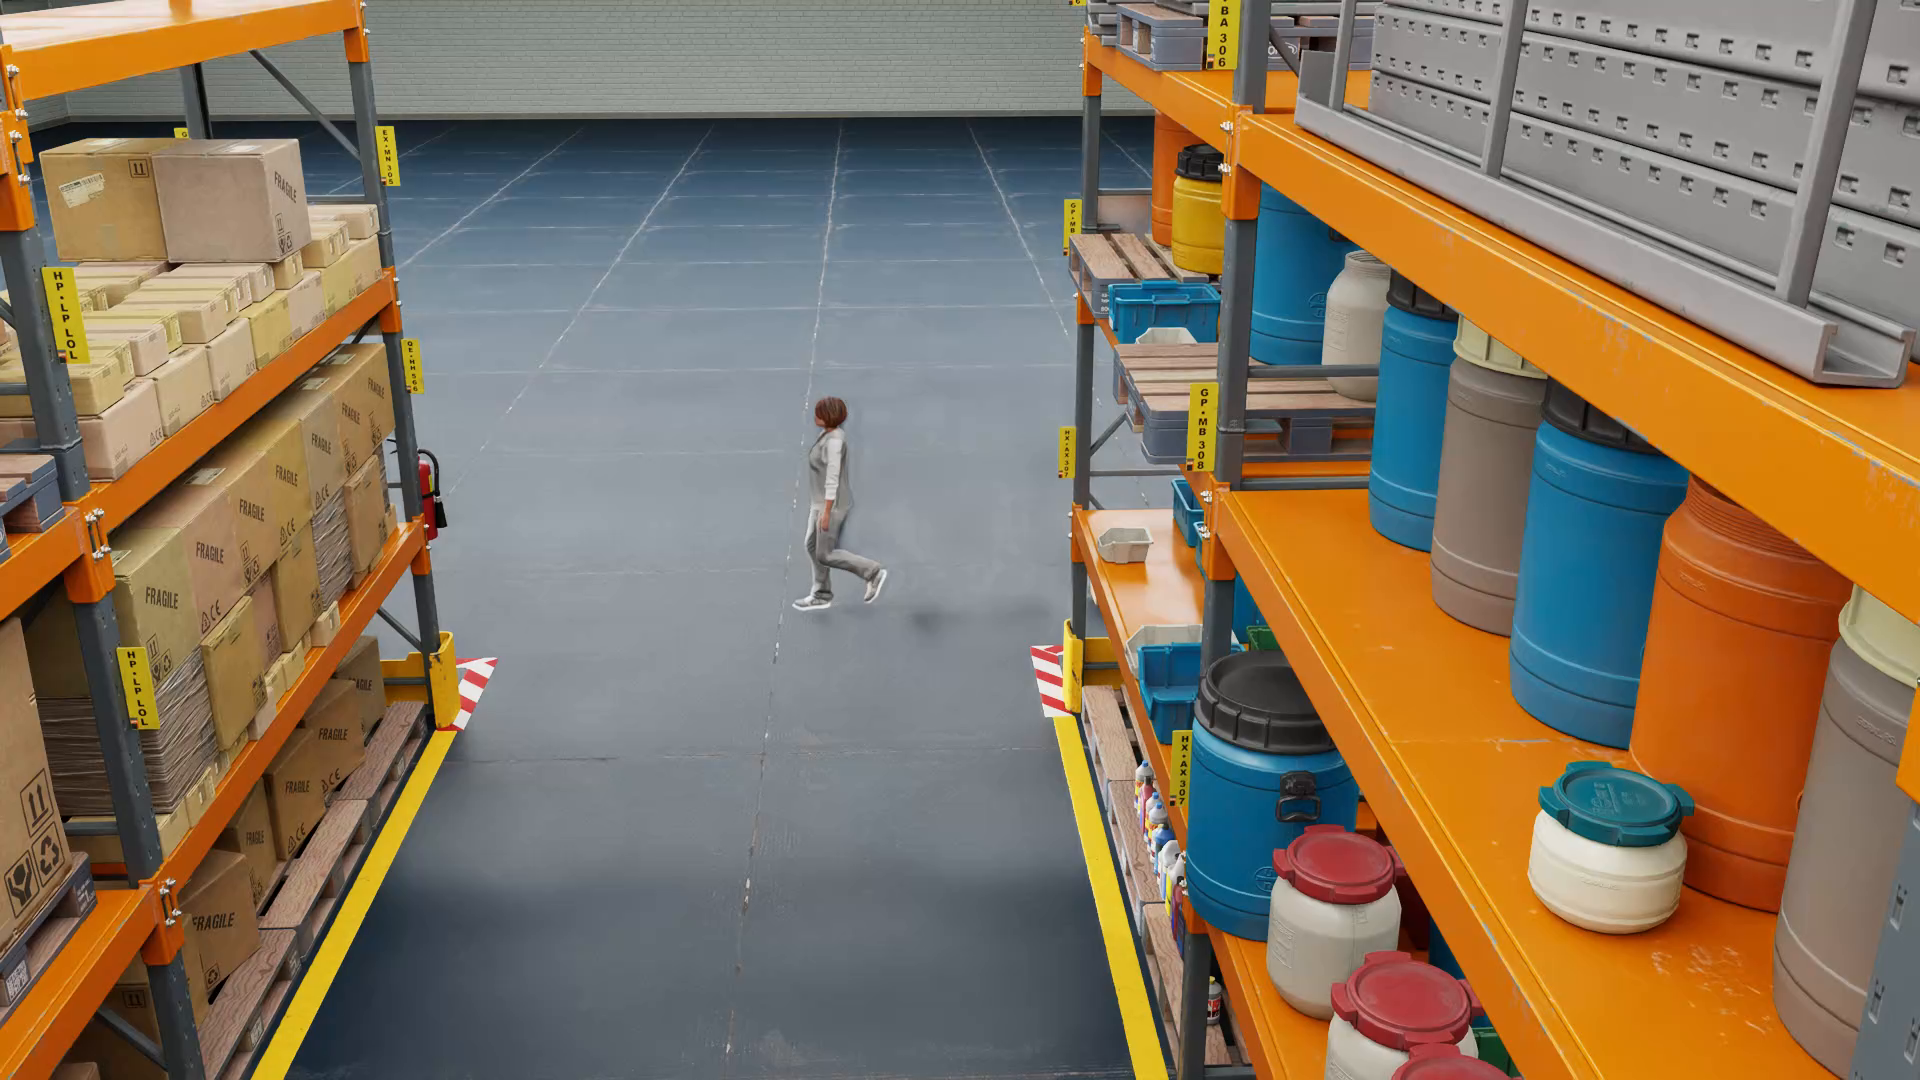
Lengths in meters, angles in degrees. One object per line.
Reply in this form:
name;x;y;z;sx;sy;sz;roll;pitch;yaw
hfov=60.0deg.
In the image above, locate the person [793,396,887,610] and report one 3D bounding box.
person;-0.866;-0.246;11.687;0.667;1.578;0.415;-4;21;-9
